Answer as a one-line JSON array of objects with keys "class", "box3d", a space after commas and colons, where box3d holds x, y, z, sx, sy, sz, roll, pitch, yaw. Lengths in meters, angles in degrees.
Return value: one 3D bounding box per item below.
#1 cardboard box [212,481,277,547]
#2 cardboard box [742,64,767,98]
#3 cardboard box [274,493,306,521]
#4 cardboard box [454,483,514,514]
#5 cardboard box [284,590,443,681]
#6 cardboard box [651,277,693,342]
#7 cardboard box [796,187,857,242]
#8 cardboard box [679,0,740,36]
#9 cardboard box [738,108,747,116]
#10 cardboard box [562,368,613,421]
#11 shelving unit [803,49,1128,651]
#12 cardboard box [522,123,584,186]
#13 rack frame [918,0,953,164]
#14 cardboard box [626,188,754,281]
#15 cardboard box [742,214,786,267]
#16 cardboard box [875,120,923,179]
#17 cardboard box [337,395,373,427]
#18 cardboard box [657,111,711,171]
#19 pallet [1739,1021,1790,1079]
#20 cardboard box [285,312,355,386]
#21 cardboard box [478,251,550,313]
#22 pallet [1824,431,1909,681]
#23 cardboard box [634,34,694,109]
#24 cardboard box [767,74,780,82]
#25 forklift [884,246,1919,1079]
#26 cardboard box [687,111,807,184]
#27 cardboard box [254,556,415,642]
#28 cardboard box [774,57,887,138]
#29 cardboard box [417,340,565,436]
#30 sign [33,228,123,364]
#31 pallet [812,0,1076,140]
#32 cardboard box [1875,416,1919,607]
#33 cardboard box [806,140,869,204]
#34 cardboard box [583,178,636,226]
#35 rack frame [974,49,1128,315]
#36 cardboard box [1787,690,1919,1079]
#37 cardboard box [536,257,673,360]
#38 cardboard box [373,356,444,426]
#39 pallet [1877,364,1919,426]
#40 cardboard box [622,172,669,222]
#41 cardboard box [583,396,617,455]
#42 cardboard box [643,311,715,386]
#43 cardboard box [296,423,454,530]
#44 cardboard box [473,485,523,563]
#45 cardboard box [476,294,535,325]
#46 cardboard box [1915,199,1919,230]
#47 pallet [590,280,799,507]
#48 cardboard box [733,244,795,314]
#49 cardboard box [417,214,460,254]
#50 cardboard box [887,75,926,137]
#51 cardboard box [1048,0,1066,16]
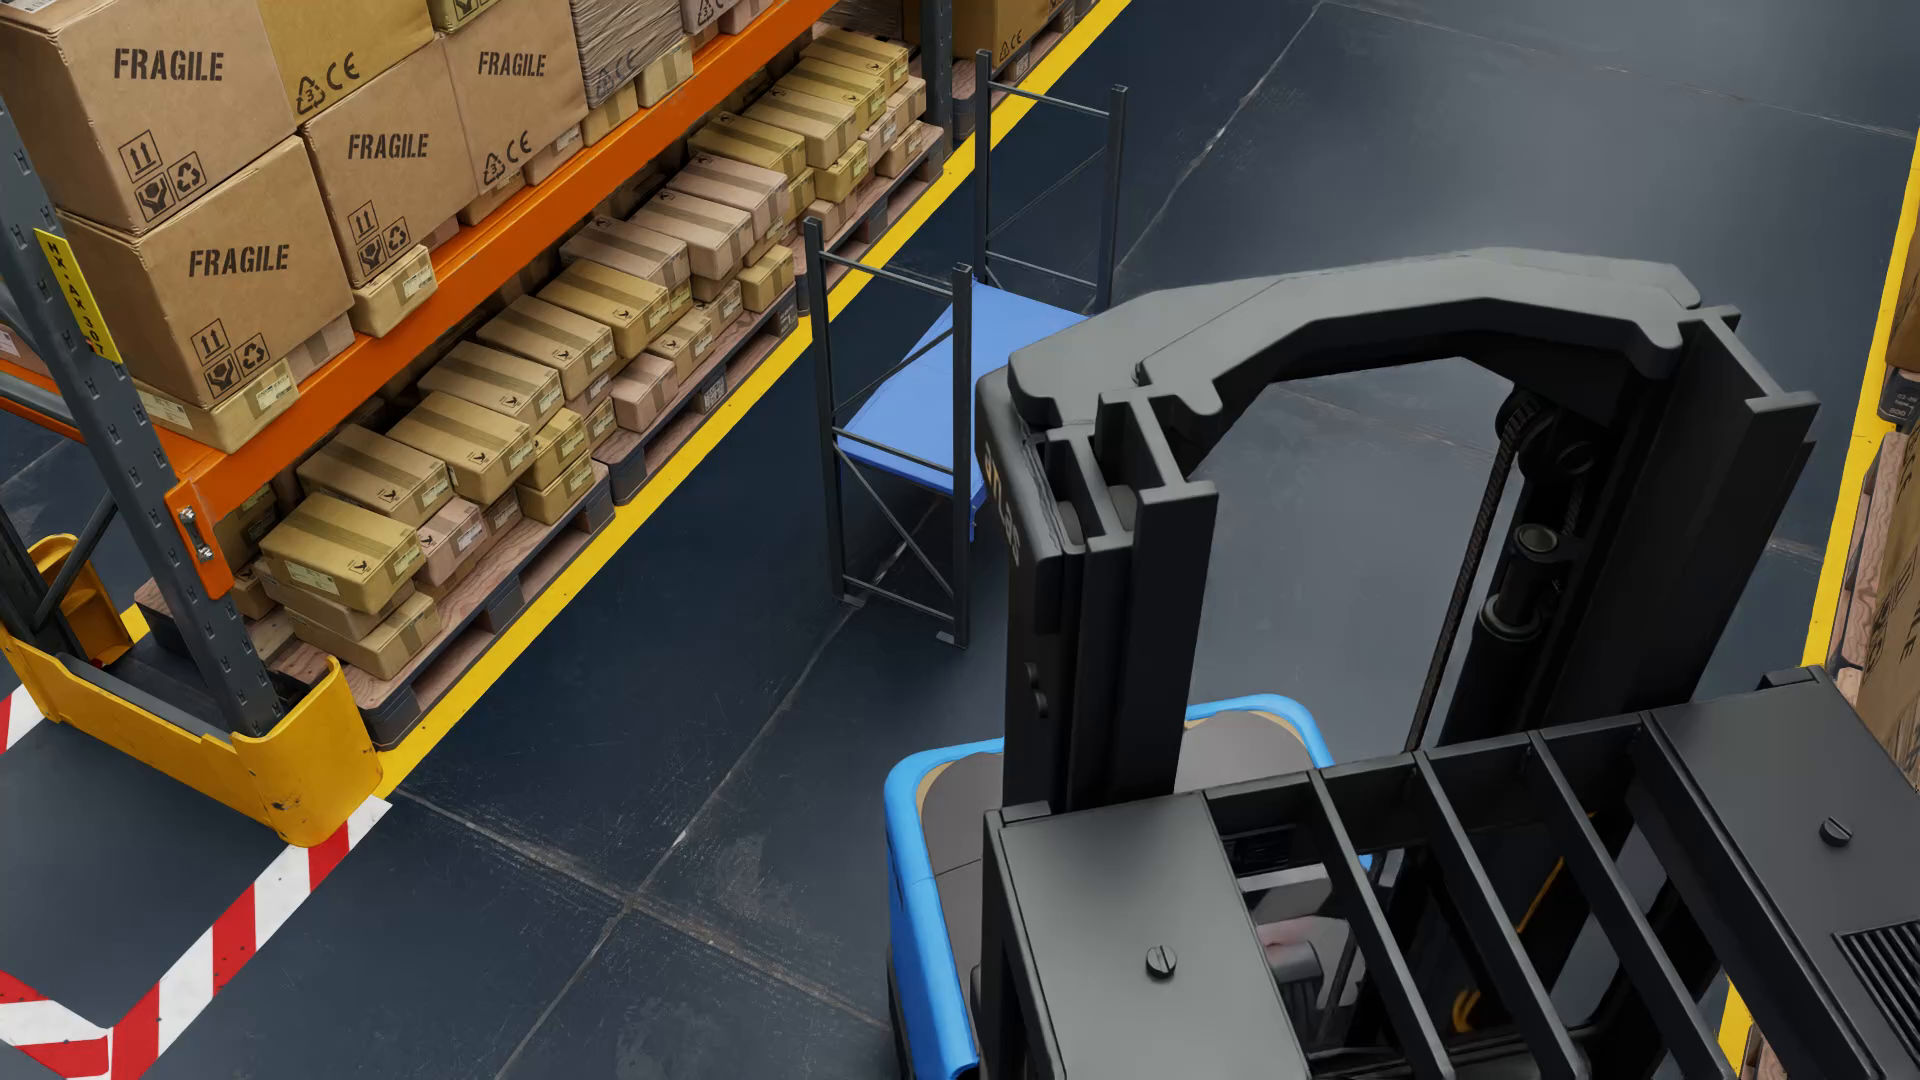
[{"class": "cardboard box", "box3d": [-2.338, -0.163, 5.093, 0.380, 0.149, 0.250, 21, 49, 19]}, {"class": "cardboard box", "box3d": [-1.026, -1.963, 6.872, 0.380, 0.149, 0.250, 23, 50, 21]}, {"class": "cardboard box", "box3d": [-2.198, -0.215, 5.353, 0.380, 0.149, 0.250, 19, 48, 18]}, {"class": "cardboard box", "box3d": [-1.676, -0.224, 5.362, 0.380, 0.149, 0.250, 21, 49, 20]}, {"class": "cardboard box", "box3d": [-1.832, 0.239, 5.114, 0.380, 0.149, 0.250, 21, 49, 20]}, {"class": "cardboard box", "box3d": [-1.198, -0.899, 6.030, 0.380, 0.149, 0.250, 23, 50, 21]}, {"class": "cardboard box", "box3d": [-0.643, -1.373, 6.707, 0.380, 0.149, 0.250, 19, 48, 18]}, {"class": "cardboard box", "box3d": [-0.951, -2.013, 5.351, 0.500, 0.500, 0.500, 20, 49, 19]}, {"class": "cardboard box", "box3d": [-1.073, -1.684, 6.805, 0.380, 0.149, 0.250, 20, 49, 19]}, {"class": "cardboard box", "box3d": [-1.422, -0.548, 5.682, 0.380, 0.149, 0.250, 18, 48, 17]}, {"class": "shelving unit", "box3d": [0.040, -0.581, 5.270, 0.538, 1.500, 1.048, 20, 49, 19]}, {"class": "cardboard box", "box3d": [-1.378, -1.242, 5.045, 0.380, 0.149, 0.250, 20, 49, 18]}, {"class": "rack frame", "box3d": [-0.502, -2.911, 6.518, 1.000, 3.000, 0.127, 20, 49, 19]}, {"class": "cardboard box", "box3d": [-0.977, -1.109, 6.028, 0.380, 0.149, 0.250, 19, 48, 18]}, {"class": "cardboard box", "box3d": [-0.894, -1.216, 6.342, 0.380, 0.149, 0.250, 22, 49, 20]}, {"class": "cardboard box", "box3d": [-0.382, -1.697, 7.027, 0.380, 0.149, 0.250, 21, 49, 20]}, {"class": "cardboard box", "box3d": [-2.162, -0.507, 5.433, 0.380, 0.149, 0.250, 19, 48, 18]}, {"class": "cardboard box", "box3d": [-1.200, -1.615, 6.528, 0.380, 0.149, 0.250, 19, 48, 18]}, {"class": "pallet", "box3d": [2.289, 1.761, 3.861, 1.003, 0.211, 1.213, 20, 49, 19]}, {"class": "cardboard box", "box3d": [-1.837, -0.572, 4.383, 0.380, 0.149, 0.250, 22, 49, 20]}, {"class": "cardboard box", "box3d": [-1.690, -0.966, 5.887, 0.380, 0.149, 0.250, 19, 48, 18]}, {"class": "pallet", "box3d": [3.422, 0.224, 5.380, 1.003, 0.211, 1.213, 20, 49, 19]}, {"class": "cardboard box", "box3d": [-1.089, -1.557, 5.356, 0.380, 0.149, 0.250, 21, 49, 20]}, {"class": "cardboard box", "box3d": [-0.954, -2.038, 7.155, 0.380, 0.149, 0.250, 23, 50, 21]}, {"class": "forklift", "box3d": [0.620, 1.170, 2.533, 1.130, 2.935, 3.031, -9, 46, -8]}, {"class": "cardboard box", "box3d": [-0.819, -1.484, 6.399, 0.380, 0.149, 0.250, 22, 49, 20]}, {"class": "cardboard box", "box3d": [-1.888, 0.114, 5.029, 0.380, 0.149, 0.250, 22, 49, 21]}, {"class": "cardboard box", "box3d": [-0.520, -1.781, 6.692, 0.380, 0.149, 0.250, 21, 49, 20]}, {"class": "cardboard box", "box3d": [-1.521, -0.477, 5.403, 0.380, 0.149, 0.250, 18, 48, 17]}, {"class": "sign", "box3d": [-1.878, -0.516, 3.542, 0.100, 0.325, 0.005, 20, 49, 19]}, {"class": "pallet", "box3d": [-0.142, -2.422, 7.995, 1.003, 0.211, 1.213, 20, 49, 19]}, {"class": "cardboard box", "box3d": [3.467, -0.221, 5.058, 0.875, 0.875, 0.875, 20, 49, 19]}, {"class": "cardboard box", "box3d": [-0.590, -1.508, 6.632, 0.380, 0.149, 0.250, 19, 48, 18]}, {"class": "cardboard box", "box3d": [-1.444, -1.283, 6.200, 0.380, 0.149, 0.250, 19, 48, 17]}, {"class": "rack frame", "box3d": [0.276, -0.901, 5.586, 0.500, 1.500, 0.032, 20, 49, 19]}, {"class": "cardboard box", "box3d": [2.636, 0.907, 3.943, 0.875, 0.875, 0.875, 20, 49, 19]}, {"class": "cardboard box", "box3d": [-1.221, -0.799, 5.722, 0.380, 0.149, 0.250, 21, 49, 20]}, {"class": "cardboard box", "box3d": [-1.911, -0.531, 5.666, 0.380, 0.149, 0.250, 20, 49, 19]}, {"class": "pallet", "box3d": [4.136, -0.740, 6.333, 1.003, 0.211, 1.213, 20, 49, 19]}, {"class": "cardboard box", "box3d": [-1.349, -1.349, 6.474, 0.380, 0.149, 0.250, 23, 50, 21]}, {"class": "cardboard box", "box3d": [-1.424, -0.428, 5.774, 0.380, 0.149, 0.250, 21, 49, 19]}, {"class": "cardboard box", "box3d": [-1.126, -0.740, 6.081, 0.380, 0.149, 0.250, 20, 49, 19]}, {"class": "cardboard box", "box3d": [-1.793, -0.177, 5.107, 0.380, 0.149, 0.250, 21, 49, 20]}, {"class": "cardboard box", "box3d": [-1.674, -0.111, 5.460, 0.380, 0.149, 0.250, 21, 49, 19]}, {"class": "cardboard box", "box3d": [-1.763, -0.881, 6.012, 0.380, 0.149, 0.250, 23, 50, 21]}, {"class": "cardboard box", "box3d": [4.538, -1.583, 6.404, 1.225, 0.875, 0.875, 19, 48, 18]}, {"class": "pallet", "box3d": [-1.348, -0.724, 6.317, 1.003, 0.211, 1.213, 20, 49, 19]}, {"class": "cardboard box", "box3d": [-0.863, -1.045, 6.383, 0.380, 0.149, 0.250, 20, 49, 19]}, {"class": "cardboard box", "box3d": [-1.665, -0.933, 4.740, 0.380, 0.149, 0.250, 23, 50, 21]}, {"class": "cardboard box", "box3d": [-0.367, -1.857, 6.977, 0.380, 0.149, 0.250, 21, 49, 20]}, {"class": "cardboard box", "box3d": [0.320, -2.891, 7.961, 0.500, 0.500, 0.500, 23, 50, 21]}]
